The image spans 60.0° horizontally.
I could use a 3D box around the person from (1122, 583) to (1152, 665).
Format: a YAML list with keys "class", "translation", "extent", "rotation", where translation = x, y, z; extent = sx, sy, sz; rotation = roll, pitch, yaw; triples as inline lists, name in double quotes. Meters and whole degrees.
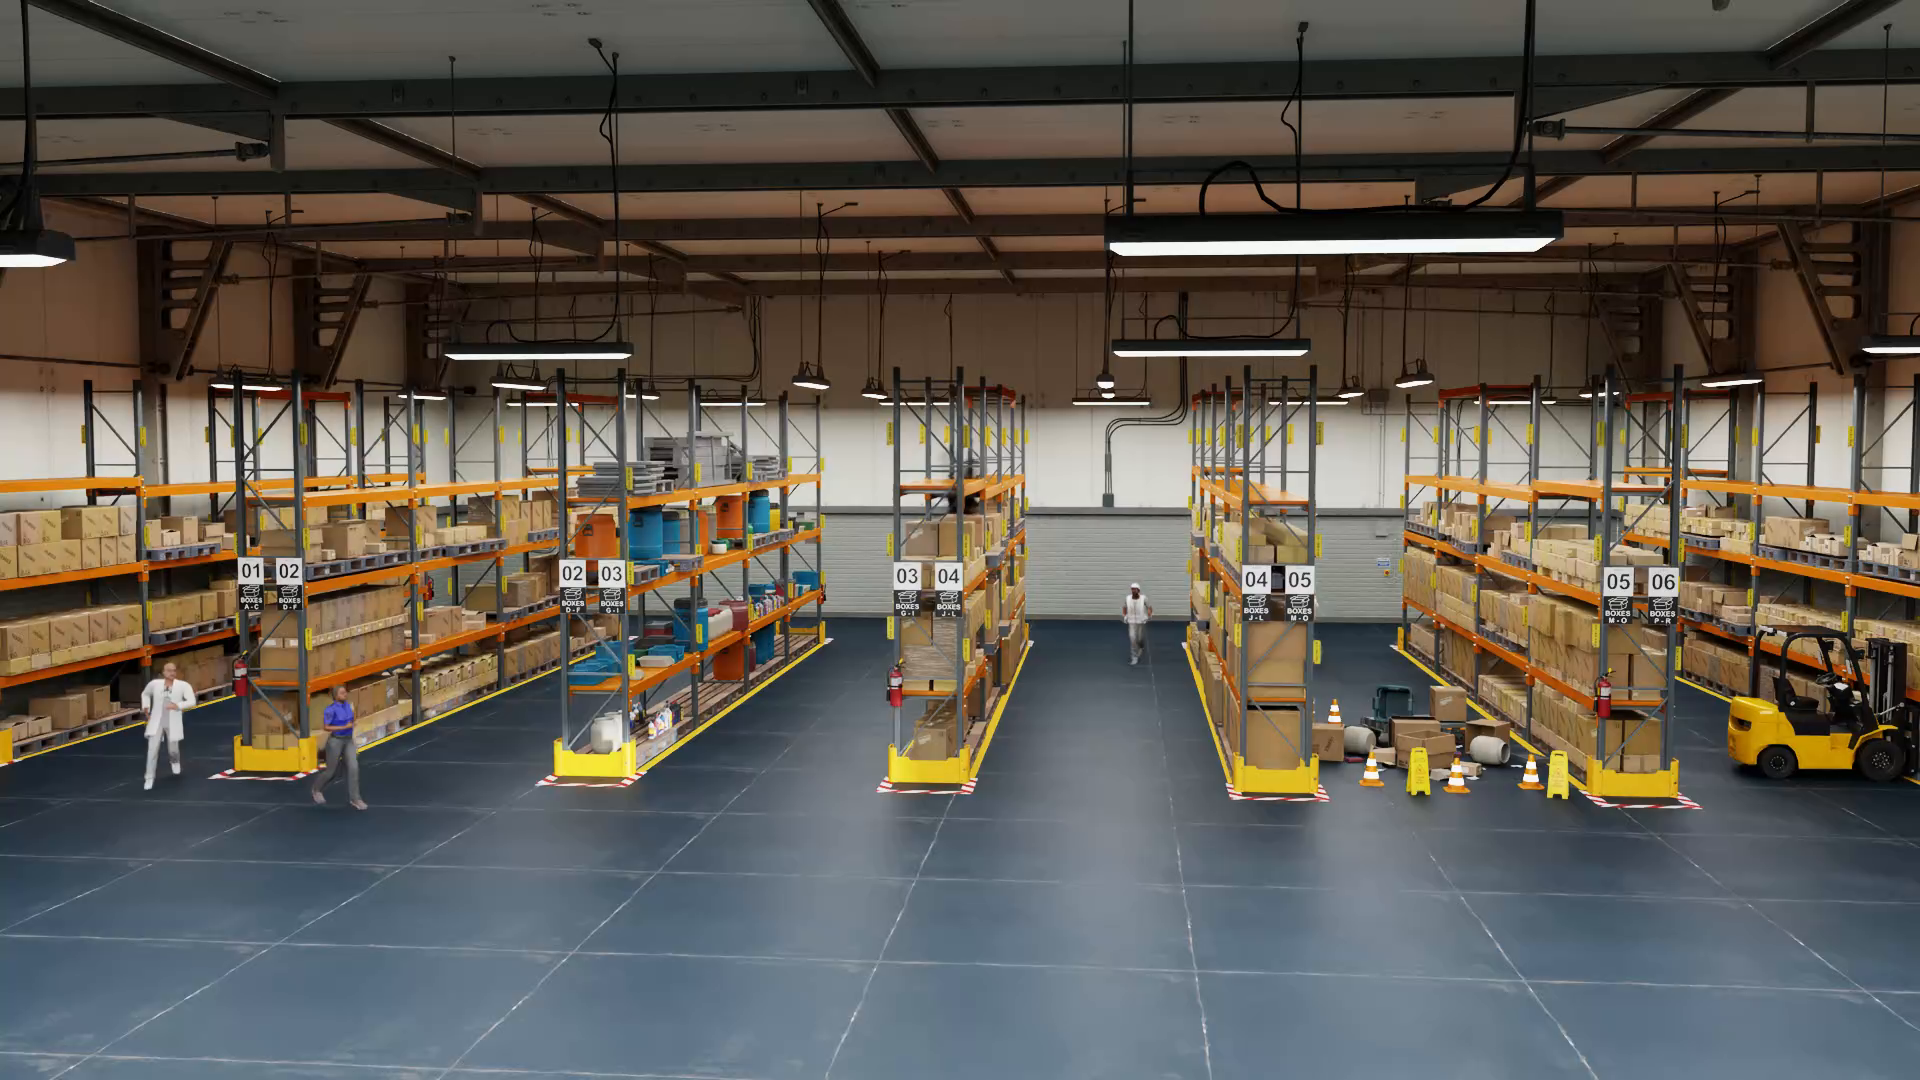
- class: "person"
  translation: [3.920, 1.836, 36.773]
  extent: [0.673, 1.780, 0.805]
  rotation: [1, 4, 14]

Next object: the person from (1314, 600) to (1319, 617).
- class: "person"
  translation: [7.760, 1.793, 37.677]
  extent: [0.625, 1.680, 0.936]
  rotation: [0, 4, -4]

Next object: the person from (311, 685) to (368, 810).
- class: "person"
  translation: [-8.343, 2.765, 22.324]
  extent: [0.900, 1.663, 0.604]
  rotation: [2, 4, 25]

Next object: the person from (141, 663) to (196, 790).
- class: "person"
  translation: [-11.468, 2.659, 24.093]
  extent: [0.733, 1.756, 0.956]
  rotation: [-1, 4, -22]
